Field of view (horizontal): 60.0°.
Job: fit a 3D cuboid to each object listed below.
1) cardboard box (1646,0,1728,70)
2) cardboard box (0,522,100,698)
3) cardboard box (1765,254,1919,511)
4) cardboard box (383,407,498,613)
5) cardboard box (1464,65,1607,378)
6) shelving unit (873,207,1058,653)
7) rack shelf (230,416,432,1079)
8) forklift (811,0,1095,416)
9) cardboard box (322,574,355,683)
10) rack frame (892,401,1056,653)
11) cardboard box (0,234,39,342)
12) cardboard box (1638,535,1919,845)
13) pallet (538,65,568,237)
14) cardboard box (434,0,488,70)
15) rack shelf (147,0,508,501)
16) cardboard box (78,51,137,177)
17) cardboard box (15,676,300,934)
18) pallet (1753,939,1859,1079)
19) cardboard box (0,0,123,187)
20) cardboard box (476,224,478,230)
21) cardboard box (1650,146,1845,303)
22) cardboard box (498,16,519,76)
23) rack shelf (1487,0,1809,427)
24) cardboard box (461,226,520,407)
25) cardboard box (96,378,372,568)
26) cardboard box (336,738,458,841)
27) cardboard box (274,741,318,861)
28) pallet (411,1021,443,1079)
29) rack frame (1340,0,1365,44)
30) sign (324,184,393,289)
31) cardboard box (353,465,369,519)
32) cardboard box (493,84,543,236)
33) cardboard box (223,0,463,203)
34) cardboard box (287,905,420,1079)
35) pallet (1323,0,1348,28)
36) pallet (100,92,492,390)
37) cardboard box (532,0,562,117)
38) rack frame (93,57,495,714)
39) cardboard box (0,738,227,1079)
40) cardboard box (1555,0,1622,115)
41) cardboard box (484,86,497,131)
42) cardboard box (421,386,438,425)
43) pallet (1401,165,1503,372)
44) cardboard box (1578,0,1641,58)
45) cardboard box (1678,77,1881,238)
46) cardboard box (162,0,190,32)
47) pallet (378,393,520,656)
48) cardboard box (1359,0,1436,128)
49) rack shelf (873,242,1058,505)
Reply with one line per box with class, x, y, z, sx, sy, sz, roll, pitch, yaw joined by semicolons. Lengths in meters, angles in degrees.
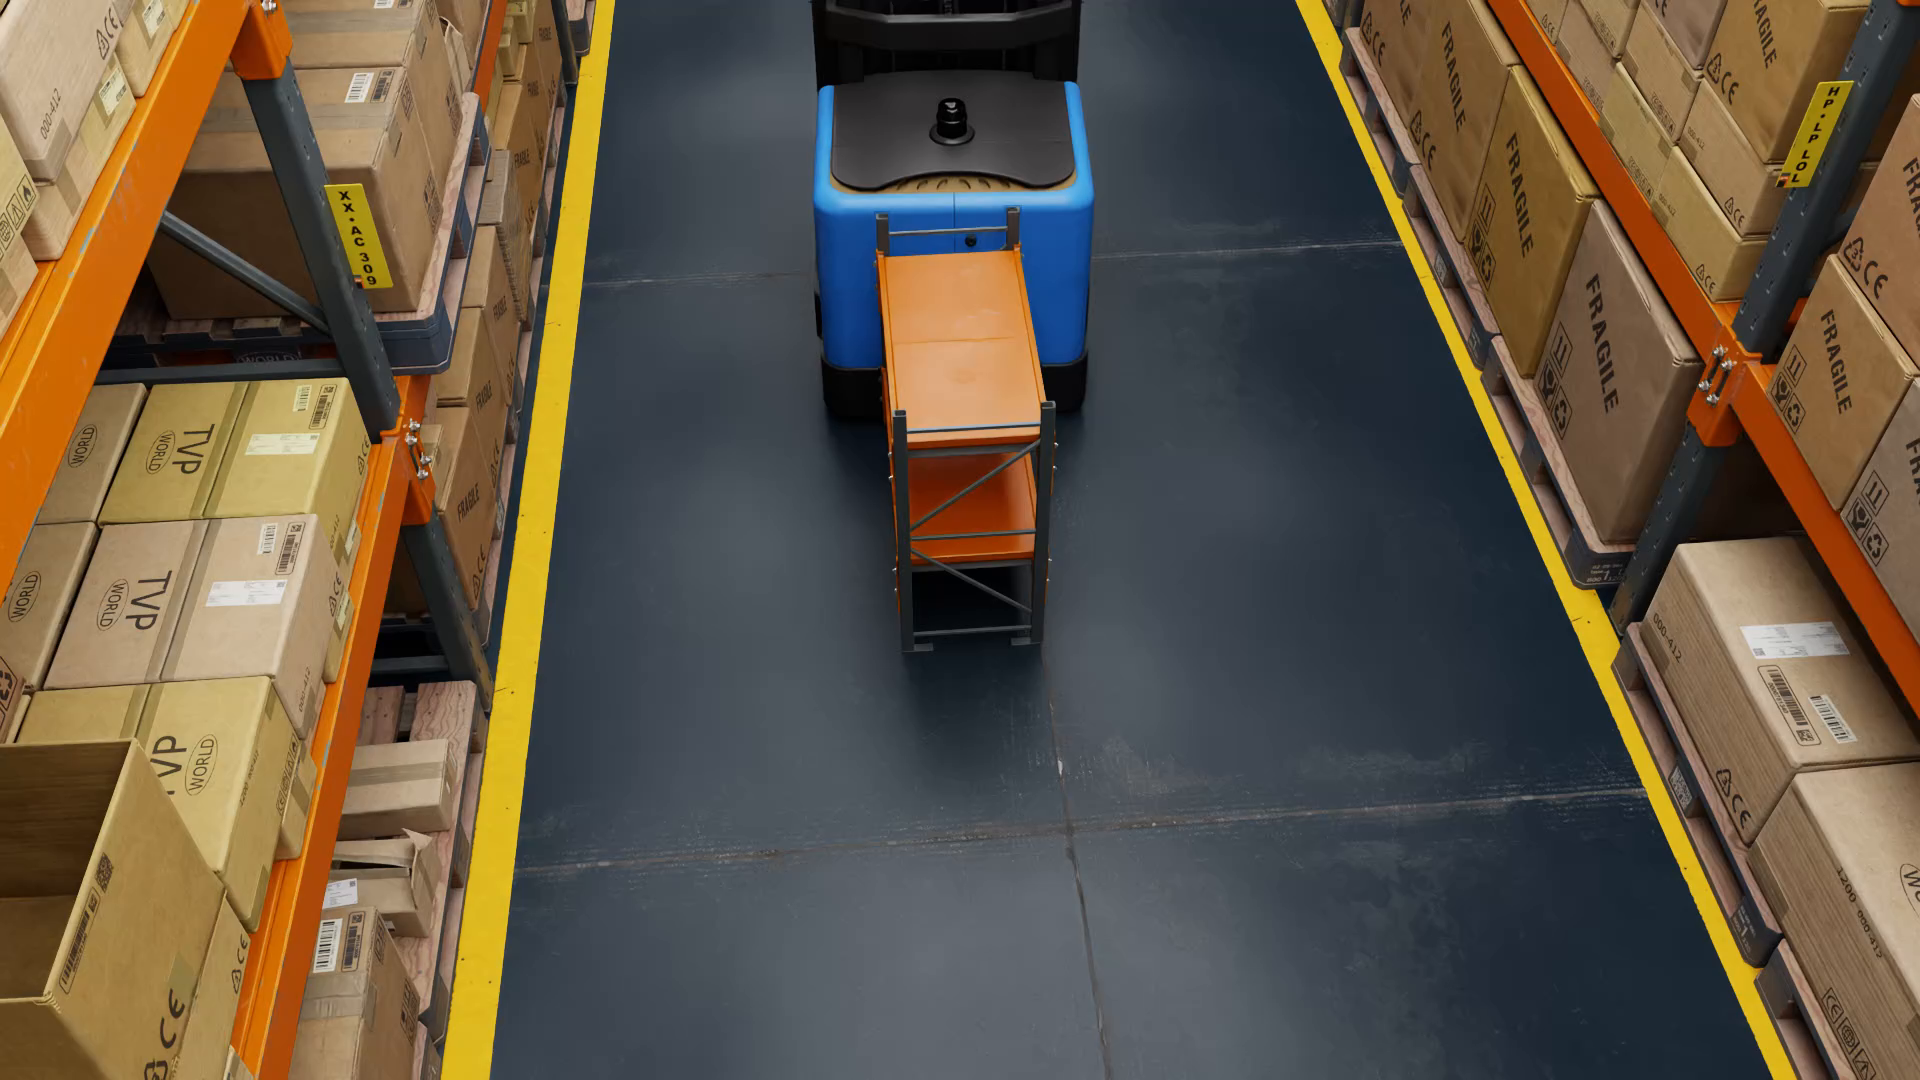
cardboard box;2.500;-1.816;5.146;0.500;0.500;0.500;-3;47;-3
cardboard box;-2.287;0.235;3.860;0.500;0.250;0.500;-4;47;-4
cardboard box;2.616;-0.435;4.527;0.500;0.500;0.500;-2;47;-2
cardboard box;-1.924;-0.100;5.711;0.500;0.500;0.500;-2;47;-2
cardboard box;2.623;-1.267;6.558;0.875;0.875;0.875;-2;47;-2
shelving unit;0.001;-0.382;5.837;0.538;1.125;1.048;-3;47;-3
rack shelf;-1.941;1.243;3.502;1.077;0.370;4.000;-3;47;-3
forklift;-0.063;-2.561;6.657;1.130;2.935;3.031;-1;47;-1
cardboard box;-1.741;0.224;4.145;0.380;0.149;0.250;-2;47;-2
rack frame;0.043;-0.014;5.489;0.500;1.125;0.032;-3;47;-3
cardboard box;-1.743;-0.409;2.679;0.380;0.149;0.250;-2;47;-2
cardboard box;2.783;0.441;5.241;0.875;0.438;0.875;-4;47;-4
pallet;-2.418;-1.844;7.851;1.003;0.211;1.213;-3;47;-3
cardboard box;-2.035;-1.936;5.660;0.700;0.500;0.500;-4;47;-3
rack shelf;-2.276;-1.651;6.243;1.077;0.370;4.000;-3;47;-3
cardboard box;-1.753;-0.782;3.032;0.380;0.149;0.250;-2;47;-2
cardboard box;-1.737;0.575;3.538;0.500;0.250;0.500;-4;47;-4
pallet;2.929;1.643;4.549;1.003;0.211;1.213;-3;47;-3
cardboard box;-1.764;-0.824;2.797;0.500;0.250;0.500;-5;47;-5
cardboard box;-2.045;-1.176;6.284;0.380;0.149;0.250;-2;47;-2
cardboard box;2.549;-1.014;5.247;0.500;0.250;0.500;-4;47;-4
cardboard box;-2.117;-2.123;7.180;0.380;0.149;0.250;-5;47;-5
rack shelf;2.670;-1.956;6.532;1.077;0.370;4.000;-3;47;-3
cardboard box;-2.016;-0.846;6.418;0.500;0.500;0.500;-5;47;-4
cardboard box;-1.822;-0.149;4.223;0.500;0.250;0.500;-2;47;-2
cardboard box;-1.769;0.770;5.129;0.380;0.149;0.250;-5;47;-4
cardboard box;-1.696;0.598;3.790;0.380;0.149;0.250;-4;47;-4
pallet;-1.946;1.889;4.316;1.003;0.211;1.213;-3;47;-3
rack frame;2.503;-3.650;7.641;1.000;3.000;0.127;-3;47;-3
sign;-1.568;-0.788;4.334;0.100;0.325;0.005;-3;47;-3
cardboard box;-1.830;-0.150;4.499;0.380;0.149;0.250;-3;47;-3
cardboard box;-2.115;-1.596;7.128;0.500;0.500;0.500;-2;47;-2
cardboard box;-1.969;-1.369;5.122;0.700;0.500;0.500;-3;47;-3
cardboard box;-1.850;1.337;4.350;0.700;0.500;0.500;-5;47;-5
pallet;2.439;-3.257;9.189;1.003;0.211;1.213;-3;47;-3
pallet;-2.066;-0.970;5.235;1.003;0.211;1.213;-3;47;-3
cardboard box;-2.193;-2.338;7.830;0.500;0.500;0.500;-2;47;-2
rack frame;-2.108;-0.452;4.612;1.000;3.000;0.127;-3;47;-3
cardboard box;-1.669;0.704;2.899;0.500;0.500;0.500;-2;47;-2
cardboard box;2.484;-1.748;5.943;0.500;0.250;0.500;-5;47;-4
cardboard box;-2.119;-1.749;6.826;0.380;0.149;0.250;-4;47;-4
cardboard box;-1.973;-0.431;5.578;0.380;0.149;0.250;-5;47;-4
pallet;2.593;-1.236;7.275;1.003;0.211;1.213;-3;47;-3
cardboard box;2.460;-1.916;5.758;0.500;0.250;0.500;-2;47;-2
cardboard box;2.559;-1.180;5.061;0.500;0.250;0.500;-4;47;-3
cardboard box;-1.784;-1.155;3.385;0.380;0.149;0.250;-4;47;-4
pallet;-2.214;-0.079;6.179;1.003;0.211;1.213;-3;47;-3
cardboard box;2.478;-2.559;7.782;0.875;0.875;0.875;-4;47;-4
rack shelf;0.001;-0.583;5.624;0.538;0.278;1.000;-3;47;-3
